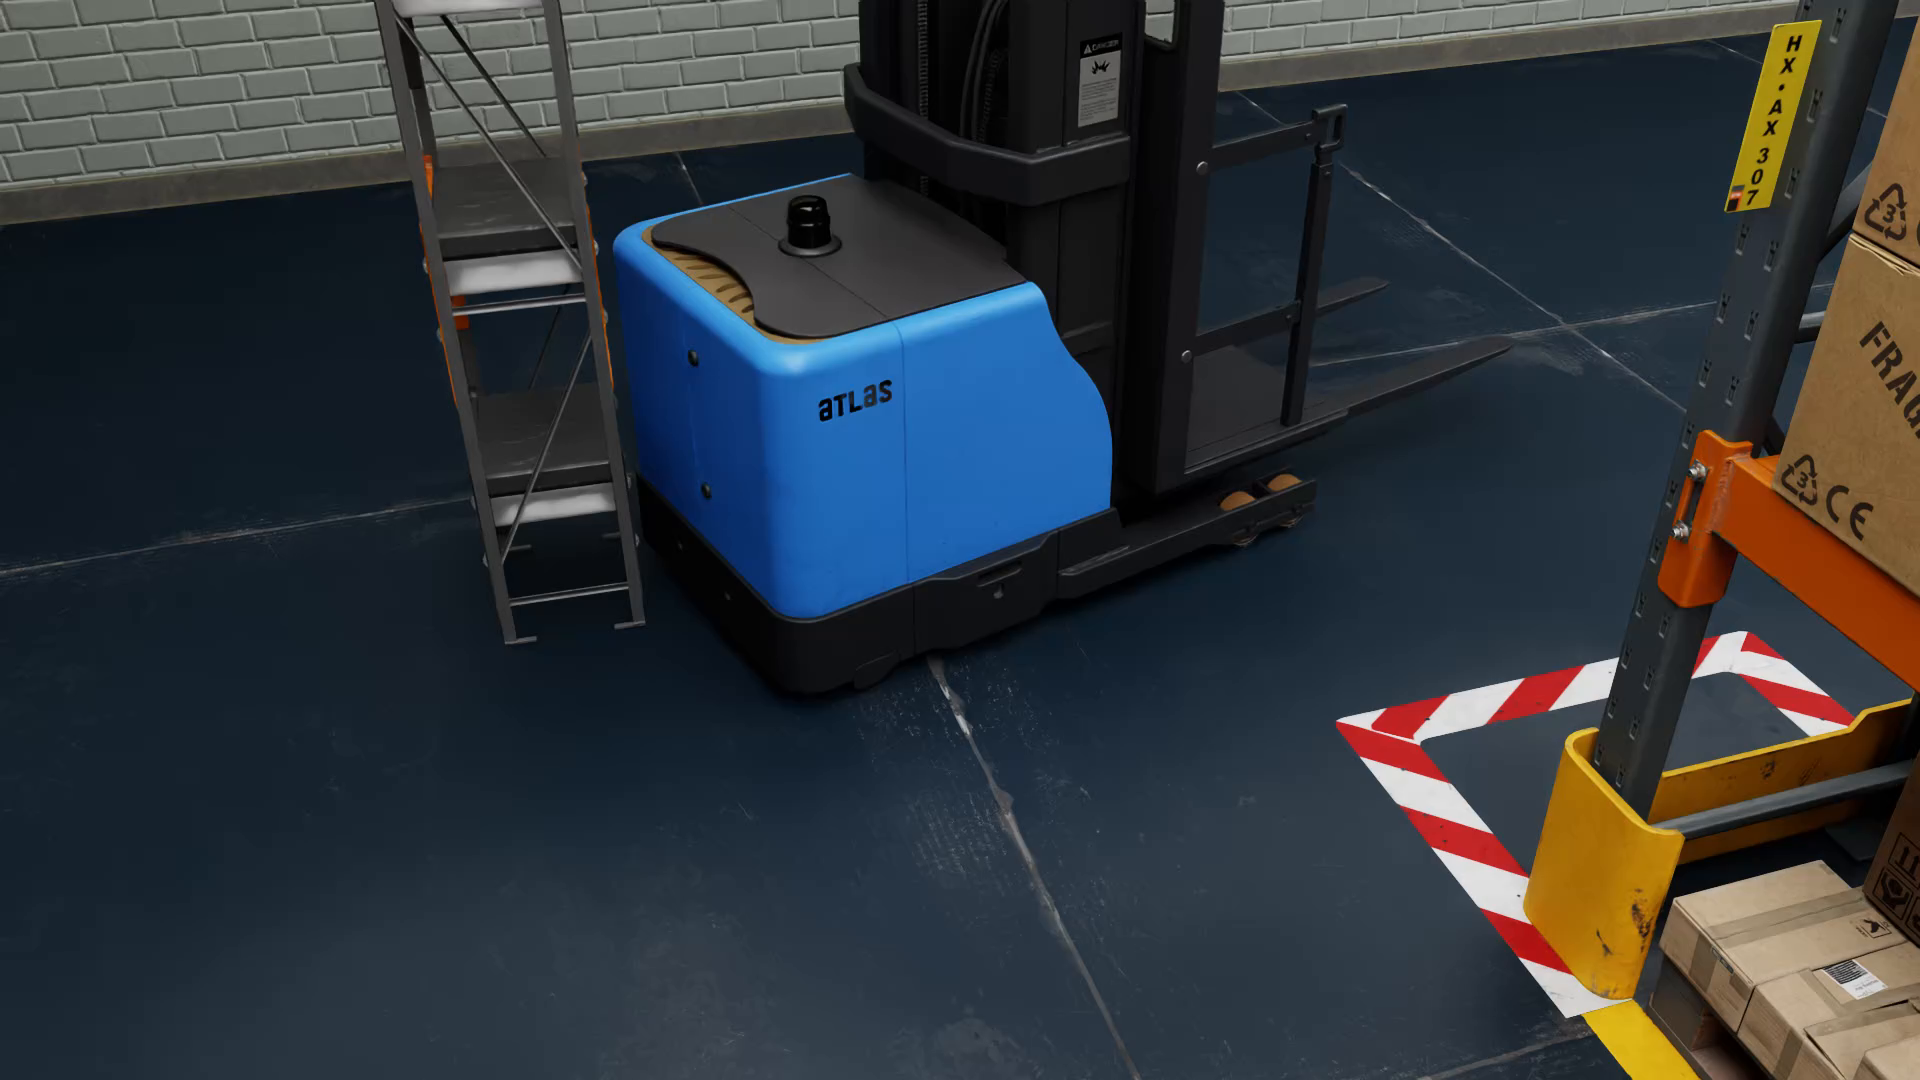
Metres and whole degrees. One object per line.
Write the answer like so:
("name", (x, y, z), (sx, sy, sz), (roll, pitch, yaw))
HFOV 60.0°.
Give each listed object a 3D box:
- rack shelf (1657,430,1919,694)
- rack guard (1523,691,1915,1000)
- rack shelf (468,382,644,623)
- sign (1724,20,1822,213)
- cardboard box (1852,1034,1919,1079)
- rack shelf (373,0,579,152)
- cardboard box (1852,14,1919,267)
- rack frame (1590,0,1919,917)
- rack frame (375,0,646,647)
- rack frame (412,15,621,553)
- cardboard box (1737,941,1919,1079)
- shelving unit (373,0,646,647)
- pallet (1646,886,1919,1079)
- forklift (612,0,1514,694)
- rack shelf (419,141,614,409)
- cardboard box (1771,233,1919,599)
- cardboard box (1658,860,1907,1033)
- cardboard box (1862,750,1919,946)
("rack shelf", (2.510, 0.904, 1.814), (1.077, 0.370, 4.000), (-10, 35, -15))
("rack guard", (1.923, 0.636, 3.833), (1.175, 0.500, 0.348), (-10, 35, -15))
("rack shelf", (-1.176, -0.136, 4.839), (0.431, 0.518, 0.480), (-8, 35, -11))
("sign", (1.383, -0.716, 2.828), (0.100, 0.325, 0.005), (-10, 35, -15))
("cardboard box", (1.948, 1.113, 2.940), (0.500, 0.250, 0.500), (-10, 35, -15))
("rack shelf", (-1.187, -1.298, 4.058), (0.431, 0.518, 0.480), (-8, 35, -11))
("cardboard box", (1.784, -0.628, 2.482), (0.500, 0.500, 0.500), (-9, 35, -13))
("rack frame", (1.900, -0.446, 3.205), (1.000, 3.000, 0.127), (-10, 35, -15))
("rack frame", (-1.123, -0.597, 4.244), (0.400, 2.100, 0.015), (-8, 35, -11))
("rack frame", (-1.241, -0.860, 4.638), (0.400, 2.100, 0.015), (-8, 35, -11))
("cardboard box", (1.776, 0.961, 3.246), (0.380, 0.166, 0.250), (-10, 35, -15))
("shelving unit", (-1.182, -0.728, 4.441), (0.431, 2.100, 0.503), (-8, 35, -11))
("pallet", (2.167, 1.176, 3.280), (1.003, 0.211, 1.213), (-10, 35, -15))
("forklift", (0.528, -1.428, 4.752), (3.031, 2.935, 1.130), (-20, 38, -28))
("rack shelf", (-1.182, -0.717, 4.449), (0.431, 0.518, 0.480), (-8, 35, -11))
("cardboard box", (1.784, -0.211, 2.757), (0.500, 0.500, 0.500), (-9, 35, -14))
("cardboard box", (1.700, 0.837, 3.449), (0.380, 0.149, 0.250), (-10, 35, -15))
("cardboard box", (2.300, 0.657, 3.403), (0.500, 0.500, 0.500), (-10, 35, -15))
